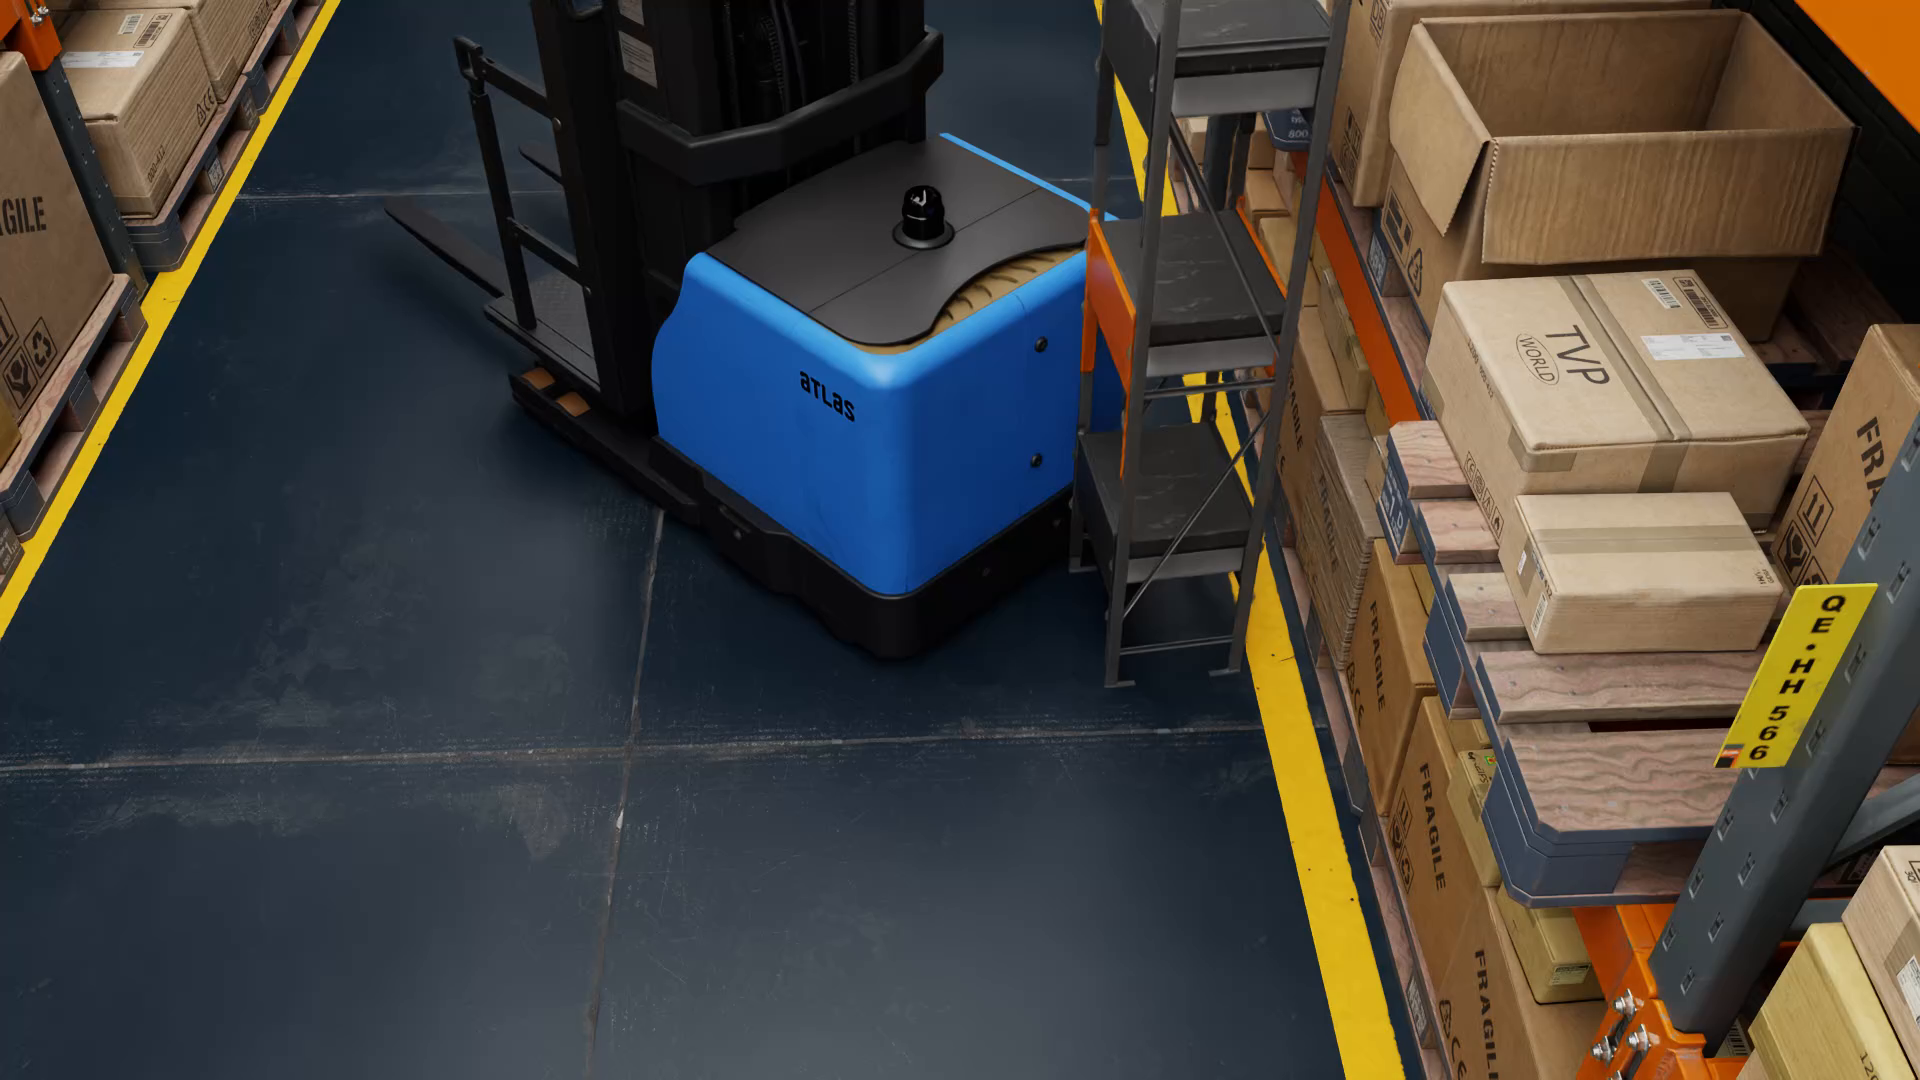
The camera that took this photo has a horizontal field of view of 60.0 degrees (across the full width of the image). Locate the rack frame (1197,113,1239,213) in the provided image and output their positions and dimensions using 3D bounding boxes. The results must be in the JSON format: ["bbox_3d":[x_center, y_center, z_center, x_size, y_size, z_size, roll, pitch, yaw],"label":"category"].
[{"bbox_3d":[1.396,-2.152,5.377,1.000,3.000,0.127,-2,43,-2],"label":"rack frame"}]

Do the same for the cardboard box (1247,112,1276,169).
[{"bbox_3d":[1.146,-1.374,5.588,0.380,0.149,0.250,0,43,0],"label":"cardboard box"}]

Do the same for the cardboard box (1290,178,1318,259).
[{"bbox_3d":[1.257,-1.017,5.198,0.380,0.149,0.250,-4,43,-4],"label":"cardboard box"}]

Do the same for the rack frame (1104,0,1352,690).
[{"bbox_3d":[0.614,-0.369,4.099,0.400,2.100,0.015,-6,43,-7],"label":"rack frame"}]

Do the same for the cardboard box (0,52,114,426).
[{"bbox_3d":[-3.457,-0.962,5.341,0.875,0.875,0.875,0,43,0],"label":"cardboard box"}]

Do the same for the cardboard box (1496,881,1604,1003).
[{"bbox_3d":[1.292,0.750,3.271,0.380,0.149,0.250,-4,43,-4],"label":"cardboard box"}]

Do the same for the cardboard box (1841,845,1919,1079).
[{"bbox_3d":[1.285,0.496,1.934,0.380,0.149,0.250,0,43,-1],"label":"cardboard box"}]

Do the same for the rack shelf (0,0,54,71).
[{"bbox_3d":[-3.478,-0.391,3.989,1.077,0.370,4.000,-2,43,-2],"label":"rack shelf"}]

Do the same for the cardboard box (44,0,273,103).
[{"bbox_3d":[-3.521,-2.248,7.068,0.875,0.438,0.875,-3,43,-3],"label":"cardboard box"}]

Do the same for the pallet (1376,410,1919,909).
[{"bbox_3d":[1.467,0.164,2.993,1.213,0.211,1.003,-2,43,-2],"label":"pallet"}]

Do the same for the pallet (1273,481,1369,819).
[{"bbox_3d":[1.523,0.250,4.821,1.003,0.211,1.213,-2,43,-2],"label":"pallet"}]

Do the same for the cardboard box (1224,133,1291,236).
[{"bbox_3d":[1.192,-1.052,5.717,0.500,0.500,0.500,0,43,0],"label":"cardboard box"}]

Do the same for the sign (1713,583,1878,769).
[{"bbox_3d":[1.024,0.173,2.043,0.100,0.325,0.005,-2,43,-2],"label":"sign"}]

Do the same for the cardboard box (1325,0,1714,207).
[{"bbox_3d":[1.249,-1.131,3.879,0.700,0.500,0.500,-2,43,-2],"label":"cardboard box"}]

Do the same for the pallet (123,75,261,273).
[{"bbox_3d":[-3.517,-1.494,6.724,1.003,0.211,1.213,-2,43,-2],"label":"pallet"}]

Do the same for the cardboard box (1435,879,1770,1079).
[{"bbox_3d":[1.333,1.036,3.439,0.500,0.500,0.500,-1,43,-1],"label":"cardboard box"}]

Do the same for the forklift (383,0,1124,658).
[{"bbox_3d":[-0.888,-1.632,4.861,3.031,2.935,1.130,34,52,31],"label":"forklift"}]

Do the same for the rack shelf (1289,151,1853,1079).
[{"bbox_3d":[1.481,-0.536,4.147,1.077,0.370,4.000,-2,43,-2],"label":"rack shelf"}]

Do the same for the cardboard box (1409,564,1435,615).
[{"bbox_3d":[1.305,0.040,4.046,0.380,0.149,0.250,-2,43,-2],"label":"cardboard box"}]

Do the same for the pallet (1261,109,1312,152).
[{"bbox_3d":[1.321,-1.538,4.850,1.003,0.211,1.213,-2,43,-2],"label":"pallet"}]

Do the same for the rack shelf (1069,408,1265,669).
[{"bbox_3d":[0.574,-0.006,4.758,0.431,0.518,0.480,-6,43,-7],"label":"rack shelf"}]

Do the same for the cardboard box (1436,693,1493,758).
[{"bbox_3d":[1.282,0.388,3.666,0.380,0.149,0.250,-3,43,-3],"label":"cardboard box"}]

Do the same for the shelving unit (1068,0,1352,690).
[{"bbox_3d":[0.574,-0.532,4.276,0.431,2.100,0.503,-6,43,-7],"label":"shelving unit"}]

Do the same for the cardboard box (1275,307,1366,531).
[{"bbox_3d":[1.241,-0.356,4.957,0.500,0.500,0.500,-3,43,-3],"label":"cardboard box"}]

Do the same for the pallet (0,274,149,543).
[{"bbox_3d":[-3.455,-0.460,5.596,1.003,0.211,1.213,-2,43,-2],"label":"pallet"}]

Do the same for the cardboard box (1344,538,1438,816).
[{"bbox_3d":[1.298,0.345,4.193,0.500,0.500,0.500,0,43,0],"label":"cardboard box"}]

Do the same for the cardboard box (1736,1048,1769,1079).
[{"bbox_3d":[1.341,0.911,2.148,0.500,0.250,0.500,-1,43,-2],"label":"cardboard box"}]

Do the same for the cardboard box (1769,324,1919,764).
[{"bbox_3d":[1.700,0.005,2.640,0.500,0.500,0.500,0,43,0],"label":"cardboard box"}]

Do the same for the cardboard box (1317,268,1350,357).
[{"bbox_3d":[1.256,-0.662,4.811,0.380,0.149,0.250,-2,43,-2],"label":"cardboard box"}]

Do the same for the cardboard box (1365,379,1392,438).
[{"bbox_3d":[1.304,-0.313,4.431,0.380,0.149,0.250,-1,43,-2],"label":"cardboard box"}]

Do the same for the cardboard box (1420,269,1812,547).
[{"bbox_3d":[1.198,-0.254,3.107,0.500,0.250,0.500,-3,43,-4],"label":"cardboard box"}]
